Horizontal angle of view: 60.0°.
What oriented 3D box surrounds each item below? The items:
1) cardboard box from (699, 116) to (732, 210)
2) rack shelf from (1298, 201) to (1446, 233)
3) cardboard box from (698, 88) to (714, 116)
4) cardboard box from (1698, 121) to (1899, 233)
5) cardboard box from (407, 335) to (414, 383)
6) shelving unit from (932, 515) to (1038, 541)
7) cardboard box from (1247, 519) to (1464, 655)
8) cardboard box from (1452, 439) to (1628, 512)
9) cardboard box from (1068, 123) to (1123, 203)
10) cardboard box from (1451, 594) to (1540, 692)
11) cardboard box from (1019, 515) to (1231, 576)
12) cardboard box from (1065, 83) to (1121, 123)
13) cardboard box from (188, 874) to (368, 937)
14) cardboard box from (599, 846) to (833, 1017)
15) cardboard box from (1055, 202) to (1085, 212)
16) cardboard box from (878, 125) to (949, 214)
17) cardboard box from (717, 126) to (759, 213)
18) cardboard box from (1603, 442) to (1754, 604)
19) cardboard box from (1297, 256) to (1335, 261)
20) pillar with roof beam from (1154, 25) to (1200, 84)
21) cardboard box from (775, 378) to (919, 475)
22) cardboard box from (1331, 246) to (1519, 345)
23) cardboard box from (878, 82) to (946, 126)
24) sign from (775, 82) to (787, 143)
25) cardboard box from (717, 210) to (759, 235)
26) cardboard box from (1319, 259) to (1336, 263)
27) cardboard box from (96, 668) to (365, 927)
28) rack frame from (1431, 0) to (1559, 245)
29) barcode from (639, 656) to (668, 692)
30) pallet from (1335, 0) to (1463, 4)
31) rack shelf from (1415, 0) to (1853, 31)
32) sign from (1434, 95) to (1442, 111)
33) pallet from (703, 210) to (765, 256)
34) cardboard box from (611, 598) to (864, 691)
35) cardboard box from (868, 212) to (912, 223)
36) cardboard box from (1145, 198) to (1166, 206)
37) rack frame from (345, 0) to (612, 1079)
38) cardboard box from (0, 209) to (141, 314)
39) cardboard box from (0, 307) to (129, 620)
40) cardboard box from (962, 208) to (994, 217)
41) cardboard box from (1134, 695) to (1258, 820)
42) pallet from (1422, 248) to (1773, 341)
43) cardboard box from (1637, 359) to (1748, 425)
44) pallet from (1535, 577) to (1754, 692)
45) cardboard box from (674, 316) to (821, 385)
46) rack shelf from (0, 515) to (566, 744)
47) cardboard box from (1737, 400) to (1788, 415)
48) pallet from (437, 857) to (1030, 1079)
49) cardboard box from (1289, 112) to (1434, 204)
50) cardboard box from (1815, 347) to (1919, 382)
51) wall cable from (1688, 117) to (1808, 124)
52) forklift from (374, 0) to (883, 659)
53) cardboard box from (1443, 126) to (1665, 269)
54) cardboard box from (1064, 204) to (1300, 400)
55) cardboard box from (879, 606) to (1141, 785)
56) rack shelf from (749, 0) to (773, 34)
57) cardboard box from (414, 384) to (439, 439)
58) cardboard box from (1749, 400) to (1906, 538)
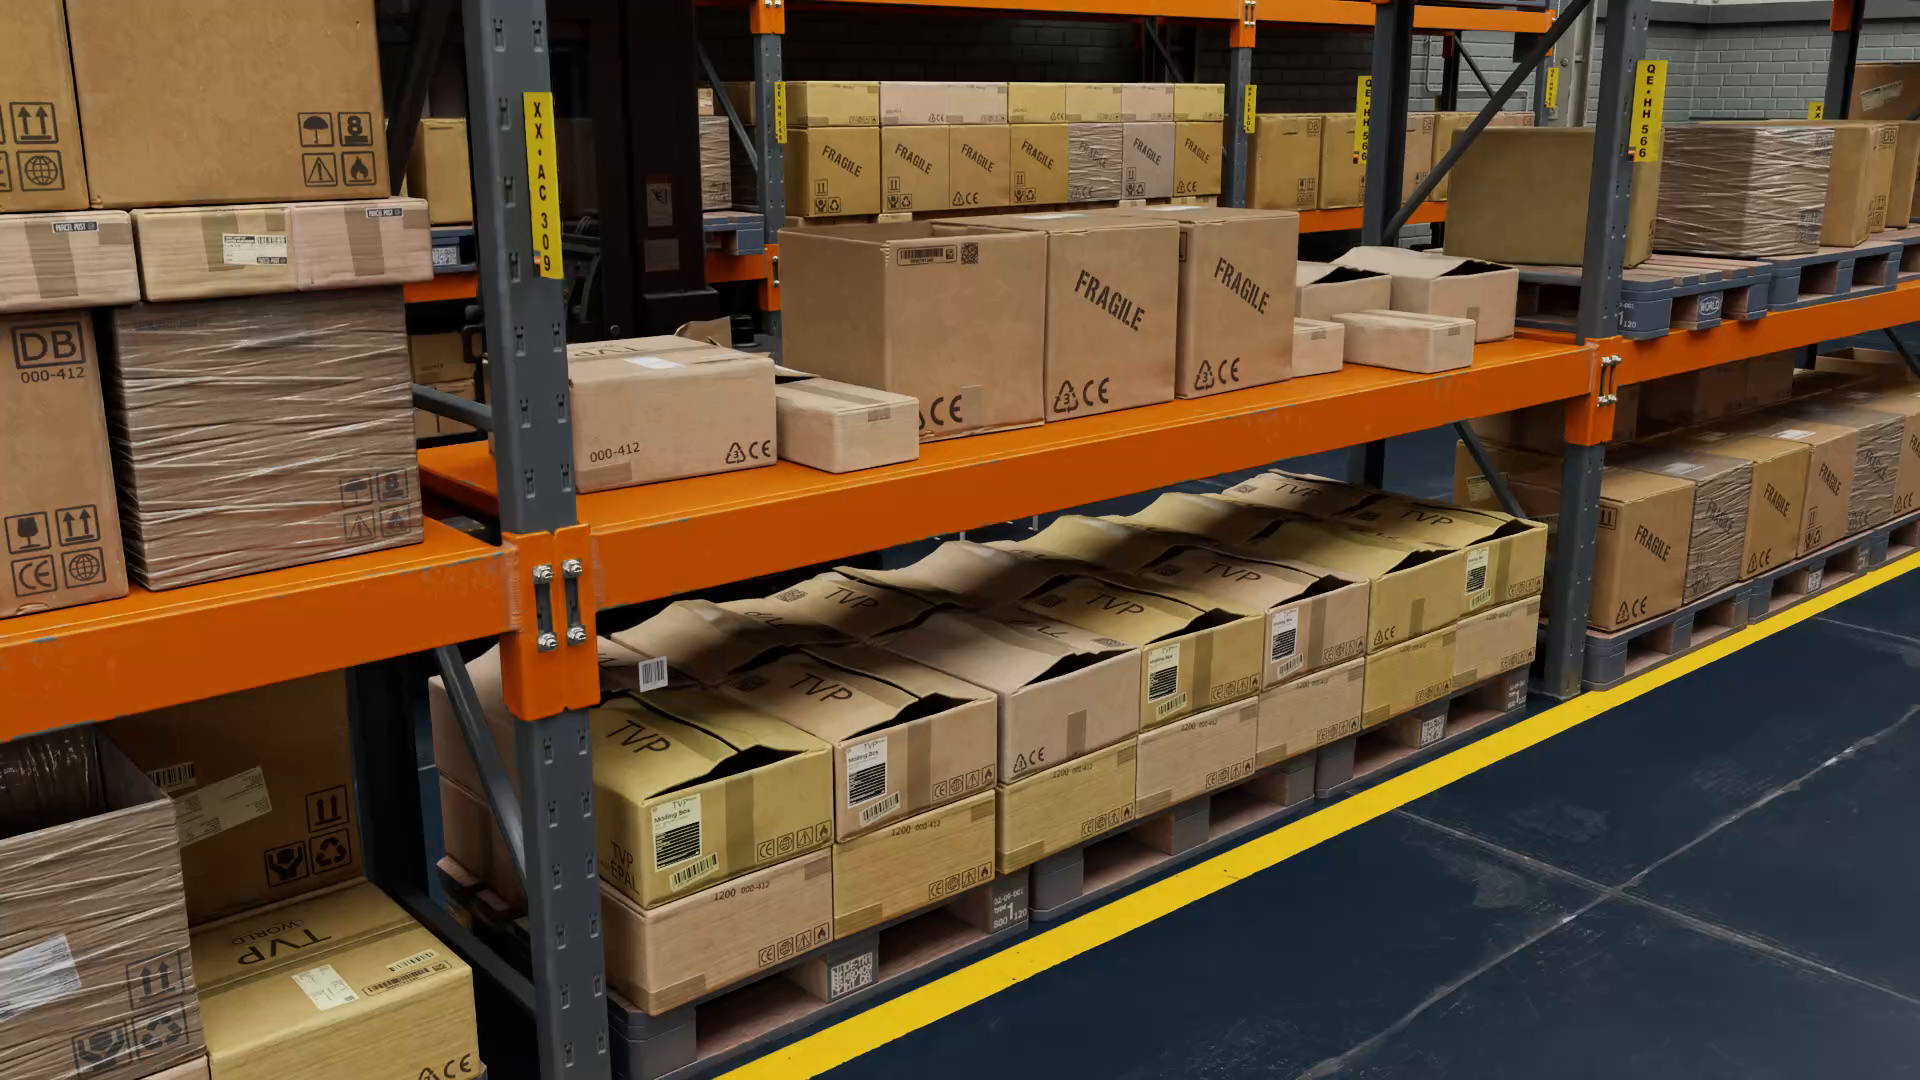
[{"bbox_3d":[-1.698,-2.107,9.280,0.700,0.500,0.500,13,20,40],"label":"cardboard box"},{"bbox_3d":[3.176,-2.597,13.553,4.000,0.370,1.077,-13,19,-39],"label":"rack shelf"},{"bbox_3d":[-1.591,-2.438,9.261,0.380,0.149,0.250,13,20,40],"label":"cardboard box"},{"bbox_3d":[3.941,-1.727,7.897,0.500,0.500,0.700,-9,17,-31],"label":"cardboard box"},{"bbox_3d":[-3.103,-0.909,8.380,0.500,0.250,0.500,-13,20,-41],"label":"cardboard box"},{"bbox_3d":[0.125,-0.608,8.200,0.503,1.200,0.258,-13,19,-39],"label":"shelving unit"},{"bbox_3d":[1.283,0.117,5.429,0.500,0.311,0.500,-13,20,-40],"label":"cardboard box"},{"bbox_3d":[2.456,-0.173,7.077,0.500,0.500,0.500,-12,19,-37],"label":"cardboard box"},{"bbox_3d":[0.722,-2.508,11.018,0.500,0.500,0.500,-13,19,-39],"label":"cardboard box"},{"bbox_3d":[1.668,0.298,5.836,0.500,0.250,0.500,-12,19,-38],"label":"cardboard box"},{"bbox_3d":[0.540,0.099,5.496,0.500,0.311,0.500,-13,20,-41],"label":"cardboard box"},{"bbox_3d":[0.706,-2.869,10.917,0.500,0.250,0.500,-12,19,-38],"label":"cardboard box"},{"bbox_3d":[-1.662,0.859,3.737,0.500,0.250,0.500,-13,19,-39],"label":"cardboard box"},{"bbox_3d":[-0.646,0.819,3.886,0.500,0.250,0.500,-13,20,-41],"label":"cardboard box"},{"bbox_3d":[0.611,-2.175,11.027,0.250,0.149,0.380,-13,20,-41],"label":"cardboard box"},{"bbox_3d":[-0.415,-2.249,10.048,0.500,0.500,0.500,-12,19,-38],"label":"cardboard box"},{"bbox_3d":[-1.167,-2.261,10.093,0.500,0.500,0.500,-12,19,-39],"label":"cardboard box"},{"bbox_3d":[2.827,-0.080,6.729,0.500,0.500,0.500,-14,20,-41],"label":"cardboard box"},{"bbox_3d":[2.845,-2.212,13.491,0.250,0.149,0.380,-12,19,-39],"label":"cardboard box"},{"bbox_3d":[4.454,-4.953,9.354,0.400,9.000,9.100,-13,19,-39],"label":"pillar with roof beam"},{"bbox_3d":[-0.310,-0.275,3.955,0.250,0.149,0.380,-13,19,-39],"label":"cardboard box"},{"bbox_3d":[1.601,-0.868,5.859,0.500,0.311,0.500,-11,19,-36],"label":"cardboard box"},{"bbox_3d":[-0.434,-2.610,9.945,0.500,0.250,0.500,-13,20,-40],"label":"cardboard box"},{"bbox_3d":[-0.987,-2.345,9.126,0.005,0.325,0.100,-13,19,-39],"label":"sign"},{"bbox_3d":[-1.273,-1.921,10.078,0.250,0.149,0.380,-12,19,-38],"label":"cardboard box"},{"bbox_3d":[3.071,-2.132,13.191,0.250,0.149,0.380,-13,20,-41],"label":"cardboard box"},{"bbox_3d":[-1.668,0.494,3.648,0.500,0.500,0.500,-13,19,-39],"label":"cardboard box"},{"bbox_3d":[4.685,-3.283,14.728,0.127,3.000,1.000,-13,19,-39],"label":"rack frame"},{"bbox_3d":[-0.647,0.283,3.510,0.075,0.075,0.001,-13,19,-39],"label":"barcode"},{"bbox_3d":[3.211,-4.354,13.097,1.213,0.211,1.003,-13,19,-39],"label":"pallet"},{"bbox_3d":[3.413,-2.404,7.021,4.000,0.370,1.077,-13,19,-39],"label":"rack shelf"},{"bbox_3d":[4.325,-3.849,15.015,0.005,0.325,0.100,-13,19,-39],"label":"sign"},{"bbox_3d":[-1.818,-1.694,9.150,1.003,0.211,1.213,-13,19,-39],"label":"pallet"},{"bbox_3d":[-0.607,0.354,4.538,0.500,0.311,0.500,-12,19,-38],"label":"cardboard box"},{"bbox_3d":[-0.498,-1.896,9.985,0.250,0.149,0.380,-12,19,-38],"label":"cardboard box"},{"bbox_3d":[1.198,-2.299,11.492,0.250,0.149,0.380,-12,19,-38],"label":"cardboard box"},{"bbox_3d":[-1.113,-0.286,3.510,0.127,3.000,1.000,-13,19,-39],"label":"rack frame"},{"bbox_3d":[-1.561,-0.474,2.761,0.250,0.149,0.380,-13,20,-41],"label":"cardboard box"},{"bbox_3d":[-1.837,-0.168,2.872,0.500,0.500,0.700,-13,20,-40],"label":"cardboard box"},{"bbox_3d":[0.003,-2.050,10.561,0.250,0.149,0.380,-12,19,-39],"label":"cardboard box"},{"bbox_3d":[0.514,0.558,4.861,0.500,0.250,0.500,-12,19,-38],"label":"cardboard box"},{"bbox_3d":[2.370,-1.000,6.552,1.003,0.211,1.213,-13,19,-39],"label":"pallet"},{"bbox_3d":[3.265,-0.720,7.671,0.500,0.250,0.500,-13,20,-40],"label":"cardboard box"},{"bbox_3d":[2.492,0.264,6.852,1.213,0.211,1.003,-13,19,-39],"label":"pallet"},{"bbox_3d":[-0.570,-0.406,4.219,0.258,0.266,0.396,-13,20,-41],"label":"cardboard box"},{"bbox_3d":[-2.622,0.400,2.334,4.000,0.370,1.077,-13,19,-39],"label":"rack shelf"},{"bbox_3d":[3.620,-0.436,8.062,0.500,0.500,0.500,-12,19,-39],"label":"cardboard box"},{"bbox_3d":[-0.583,0.928,4.365,1.213,0.211,1.003,-13,19,-39],"label":"pallet"},{"bbox_3d":[3.184,-3.087,13.412,0.700,0.700,0.980,-14,20,-42],"label":"cardboard box"},{"bbox_3d":[5.166,-0.798,9.417,0.500,0.500,0.500,-13,19,-39],"label":"cardboard box"},{"bbox_3d":[9.186,-5.570,17.681,0.112,2.526,3.097,-13,19,-39],"label":"wall cable"},{"bbox_3d":[-1.785,-0.990,6.277,3.031,2.935,1.130,-12,19,-38],"label":"forklift"},{"bbox_3d":[2.305,-1.344,6.461,0.700,0.500,0.500,8,17,28],"label":"cardboard box"},{"bbox_3d":[0.649,-0.725,4.958,0.500,0.500,0.500,-14,20,-42],"label":"cardboard box"},{"bbox_3d":[0.133,0.375,4.461,0.500,0.311,0.500,-14,20,-41],"label":"cardboard box"},{"bbox_3d":[-2.859,-2.691,8.092,4.000,0.370,1.077,-13,19,-39],"label":"rack shelf"},{"bbox_3d":[-3.055,-0.559,8.521,0.500,0.500,0.700,-12,19,-39],"label":"cardboard box"},{"bbox_3d":[3.981,-0.340,7.702,0.500,0.500,0.500,-12,19,-39],"label":"cardboard box"}]
